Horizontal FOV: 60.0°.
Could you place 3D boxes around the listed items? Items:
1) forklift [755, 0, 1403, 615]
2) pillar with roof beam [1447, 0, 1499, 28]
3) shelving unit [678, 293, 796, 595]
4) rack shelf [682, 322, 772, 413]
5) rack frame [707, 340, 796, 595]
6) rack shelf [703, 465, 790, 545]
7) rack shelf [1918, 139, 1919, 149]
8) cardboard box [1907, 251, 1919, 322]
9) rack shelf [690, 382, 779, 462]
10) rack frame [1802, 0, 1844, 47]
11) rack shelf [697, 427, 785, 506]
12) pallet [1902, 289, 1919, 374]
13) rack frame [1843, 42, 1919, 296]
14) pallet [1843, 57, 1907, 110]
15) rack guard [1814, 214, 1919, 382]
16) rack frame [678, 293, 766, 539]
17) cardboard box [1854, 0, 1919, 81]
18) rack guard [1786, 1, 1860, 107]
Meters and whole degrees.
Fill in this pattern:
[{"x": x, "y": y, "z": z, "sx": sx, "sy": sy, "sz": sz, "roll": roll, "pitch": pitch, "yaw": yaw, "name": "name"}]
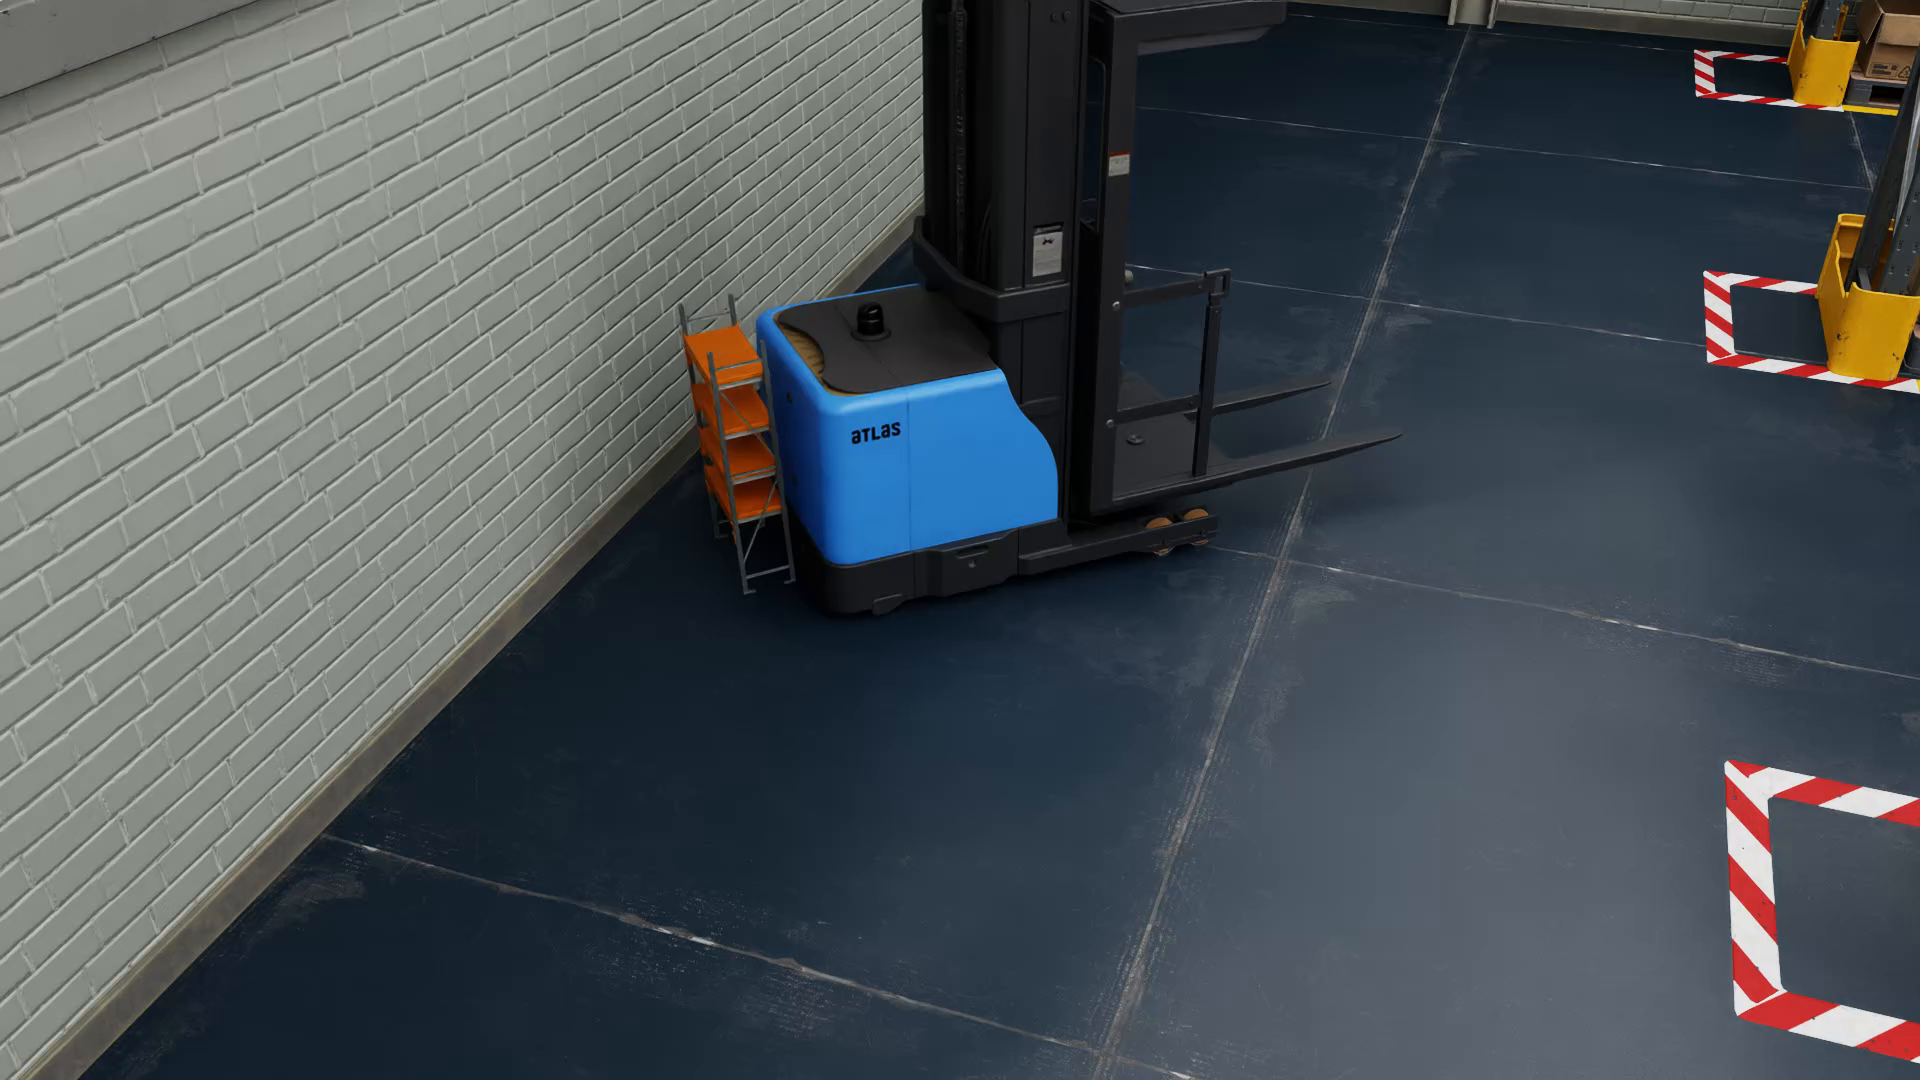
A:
[{"x": 0.650, "y": -1.416, "z": 7.241, "sx": 3.031, "sy": 2.935, "sz": 1.130, "roll": -13, "pitch": 35, "yaw": -19, "name": "forklift"}, {"x": 3.156, "y": -6.251, "z": 9.135, "sx": 0.400, "sy": 9.000, "sz": 9.100, "roll": 11, "pitch": 34, "yaw": 16, "name": "pillar with roof beam"}, {"x": -0.968, "y": -0.411, "z": 7.267, "sx": 0.258, "sy": 1.200, "sz": 0.503, "roll": -15, "pitch": 36, "yaw": -16, "name": "shelving unit"}, {"x": -0.989, "y": -0.736, "z": 7.047, "sx": 0.258, "sy": 0.148, "sz": 0.480, "roll": -15, "pitch": 36, "yaw": -16, "name": "rack shelf"}, {"x": -0.878, "y": -0.288, "z": 7.076, "sx": 0.240, "sy": 1.200, "sz": 0.015, "roll": -15, "pitch": 36, "yaw": -16, "name": "rack frame"}, {"x": -0.955, "y": -0.190, "z": 7.415, "sx": 0.258, "sy": 0.148, "sz": 0.480, "roll": -15, "pitch": 36, "yaw": -16, "name": "rack shelf"}, {"x": 7.054, "y": -1.771, "z": 8.391, "sx": 4.000, "sy": 0.370, "sz": 1.077, "roll": 11, "pitch": 34, "yaw": 16, "name": "rack shelf"}, {"x": 5.826, "y": -1.470, "z": 9.236, "sx": 0.875, "sy": 0.438, "sz": 0.875, "roll": 10, "pitch": 34, "yaw": 15, "name": "cardboard box"}, {"x": -0.976, "y": -0.540, "z": 7.179, "sx": 0.258, "sy": 0.148, "sz": 0.480, "roll": -15, "pitch": 36, "yaw": -16, "name": "rack shelf"}, {"x": 6.842, "y": -4.975, "z": 12.690, "sx": 0.127, "sy": 3.000, "sz": 1.000, "roll": 11, "pitch": 34, "yaw": 16, "name": "rack frame"}, {"x": -0.965, "y": -0.355, "z": 7.304, "sx": 0.258, "sy": 0.148, "sz": 0.480, "roll": -15, "pitch": 36, "yaw": -16, "name": "rack shelf"}, {"x": 5.950, "y": -1.162, "z": 9.355, "sx": 1.213, "sy": 0.211, "sz": 1.003, "roll": 11, "pitch": 34, "yaw": 16, "name": "pallet"}, {"x": 5.171, "y": -2.440, "z": 8.763, "sx": 0.127, "sy": 3.000, "sz": 1.000, "roll": 11, "pitch": 34, "yaw": 16, "name": "rack frame"}, {"x": 7.665, "y": -3.644, "z": 13.199, "sx": 1.213, "sy": 0.211, "sz": 1.003, "roll": 11, "pitch": 34, "yaw": 16, "name": "pallet"}, {"x": 5.149, "y": -1.394, "z": 9.448, "sx": 0.348, "sy": 0.500, "sz": 1.175, "roll": 11, "pitch": 34, "yaw": 16, "name": "rack guard"}, {"x": -1.059, "y": -0.533, "z": 7.457, "sx": 0.240, "sy": 1.200, "sz": 0.015, "roll": -15, "pitch": 36, "yaw": -16, "name": "rack frame"}, {"x": 7.386, "y": -3.942, "z": 13.005, "sx": 0.637, "sy": 0.503, "sz": 0.797, "roll": 10, "pitch": 34, "yaw": 15, "name": "cardboard box"}, {"x": 6.914, "y": -3.911, "z": 13.346, "sx": 0.348, "sy": 0.500, "sz": 1.175, "roll": 11, "pitch": 34, "yaw": 16, "name": "rack guard"}]
